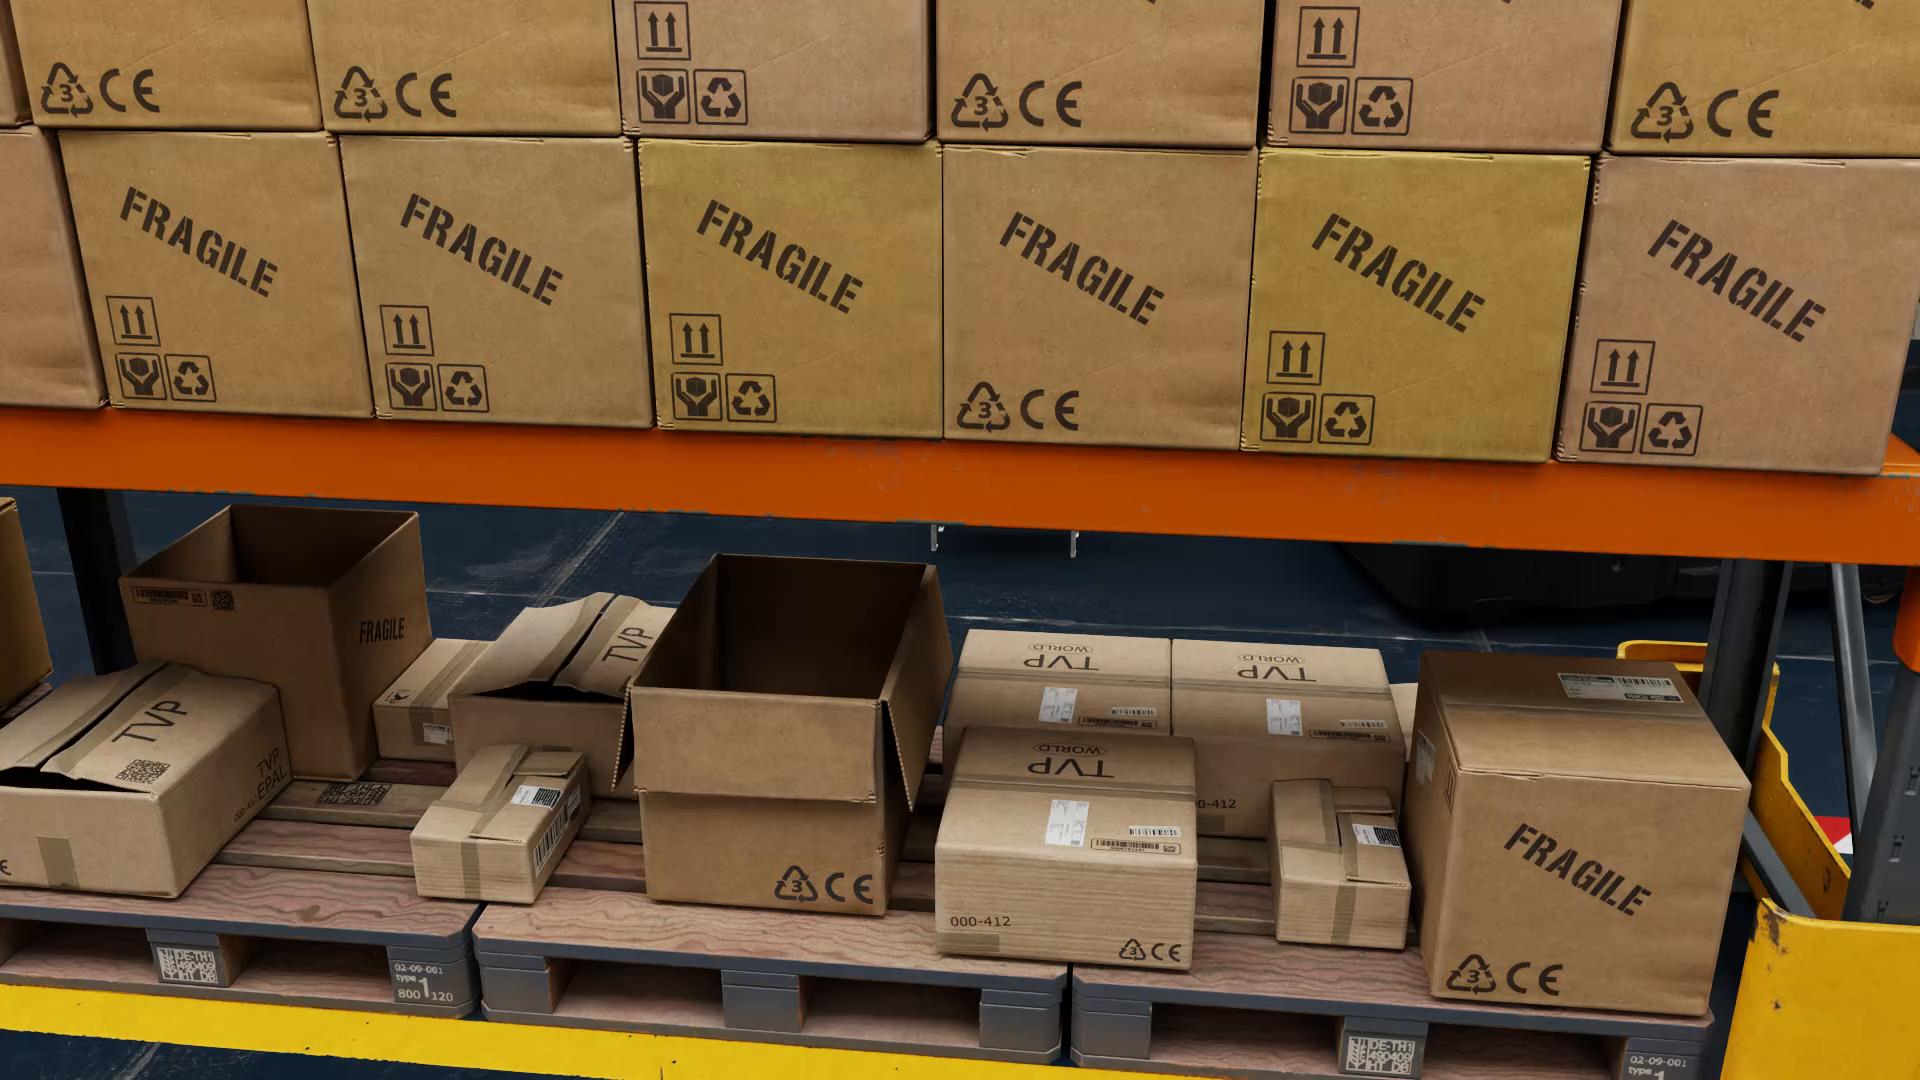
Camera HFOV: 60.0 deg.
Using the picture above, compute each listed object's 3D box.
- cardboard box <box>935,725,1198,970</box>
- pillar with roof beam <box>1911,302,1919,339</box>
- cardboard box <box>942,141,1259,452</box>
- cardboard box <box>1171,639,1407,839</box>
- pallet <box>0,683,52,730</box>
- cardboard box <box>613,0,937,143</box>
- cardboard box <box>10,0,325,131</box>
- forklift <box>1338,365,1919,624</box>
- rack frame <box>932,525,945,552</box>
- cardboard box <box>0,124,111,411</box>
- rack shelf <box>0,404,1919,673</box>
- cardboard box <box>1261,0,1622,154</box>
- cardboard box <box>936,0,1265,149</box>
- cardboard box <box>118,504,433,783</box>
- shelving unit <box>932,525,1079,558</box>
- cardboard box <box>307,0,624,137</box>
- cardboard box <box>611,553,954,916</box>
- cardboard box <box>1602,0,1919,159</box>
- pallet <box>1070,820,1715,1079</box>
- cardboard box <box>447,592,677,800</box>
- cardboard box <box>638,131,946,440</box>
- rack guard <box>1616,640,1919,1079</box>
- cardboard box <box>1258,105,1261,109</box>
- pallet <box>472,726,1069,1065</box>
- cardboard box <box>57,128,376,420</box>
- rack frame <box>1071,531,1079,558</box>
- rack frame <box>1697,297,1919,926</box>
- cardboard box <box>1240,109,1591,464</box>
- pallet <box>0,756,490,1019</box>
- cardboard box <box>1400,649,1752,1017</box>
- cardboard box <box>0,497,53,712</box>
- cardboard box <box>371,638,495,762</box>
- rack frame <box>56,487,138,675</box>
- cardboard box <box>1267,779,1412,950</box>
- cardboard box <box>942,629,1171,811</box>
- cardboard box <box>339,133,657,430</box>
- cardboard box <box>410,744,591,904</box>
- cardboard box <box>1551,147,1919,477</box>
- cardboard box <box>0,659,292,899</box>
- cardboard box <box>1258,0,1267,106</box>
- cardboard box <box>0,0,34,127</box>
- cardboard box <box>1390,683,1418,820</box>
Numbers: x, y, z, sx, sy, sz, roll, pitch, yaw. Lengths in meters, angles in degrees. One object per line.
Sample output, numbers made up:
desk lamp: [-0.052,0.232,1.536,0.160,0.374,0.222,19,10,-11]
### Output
cardboard box: [0.229,0.620,3.433,0.500,0.250,0.500,2,22,6]
pillar with roof beam: [4.593,-3.694,3.045,0.400,9.000,9.100,2,22,6]
cardboard box: [0.250,-0.480,2.937,0.500,0.500,0.500,3,22,7]
cardboard box: [0.734,0.457,3.846,0.500,0.250,0.500,2,22,6]
pallet: [-3.047,0.634,4.050,1.213,0.211,1.003,2,22,6]
cardboard box: [-0.264,-0.963,2.801,0.500,0.500,0.500,3,22,8]
cardboard box: [-1.287,-1.008,2.913,0.500,0.500,0.500,2,22,5]
forklift: [2.811,-1.346,5.357,3.031,2.935,1.130,-4,22,-9]
rack frame: [-0.078,-0.561,5.728,0.015,1.200,0.240,2,22,6]
cardboard box: [-1.761,-0.567,3.157,0.500,0.500,0.500,3,22,8]
rack shelf: [-0.249,-0.220,3.396,4.000,0.370,1.077,2,22,6]
cardboard box: [0.761,-0.920,2.692,0.500,0.500,0.500,3,22,8]
cardboard box: [0.246,-0.941,2.744,0.500,0.500,0.500,3,22,8]
cardboard box: [-1.635,0.237,4.061,0.500,0.500,0.500,2,22,6]
shelving unit: [0.164,-0.551,5.701,0.503,1.200,0.258,2,22,6]
cardboard box: [-0.777,-0.985,2.856,0.500,0.500,0.500,2,22,5]
cardboard box: [-0.368,0.394,3.660,0.637,0.503,0.797,2,22,6]
cardboard box: [1.263,-0.899,2.637,0.500,0.500,0.500,2,22,6]
pallet: [0.870,0.791,3.652,1.213,0.211,1.003,2,22,6]
cardboard box: [-0.891,0.358,4.014,0.500,0.311,0.500,2,22,6]
cardboard box: [-0.250,-0.502,2.993,0.500,0.500,0.500,2,22,6]
rack guard: [1.662,0.691,3.513,0.348,0.500,1.175,2,22,6]
cardboard box: [0.815,-0.651,3.370,0.500,0.500,0.500,2,22,6]
pallet: [-0.338,0.737,3.788,1.213,0.211,1.003,2,22,6]
cardboard box: [-1.252,-0.546,3.104,0.500,0.500,0.500,3,22,7]
rack frame: [0.407,-0.540,5.674,0.015,1.200,0.240,2,22,6]
rack frame: [1.738,-0.468,3.045,0.127,3.000,1.000,2,22,6]
cardboard box: [0.745,-0.456,2.878,0.500,0.500,0.500,3,22,7]
pallet: [-1.553,0.685,3.919,1.213,0.211,1.003,2,22,6]
cardboard box: [1.169,0.556,3.256,0.500,0.500,0.500,2,22,6]
cardboard box: [-2.686,0.206,4.139,0.500,0.500,0.500,2,22,4]
cardboard box: [-1.256,0.395,4.140,0.250,0.149,0.380,2,22,6]
rack frame: [-2.235,-0.642,3.483,0.127,3.000,1.000,2,22,6]
cardboard box: [0.777,0.661,3.444,0.250,0.166,0.380,2,22,6]
cardboard box: [0.238,0.435,3.901,0.500,0.250,0.500,2,22,6]
cardboard box: [-0.755,-0.523,3.047,0.500,0.500,0.500,2,22,6]
cardboard box: [-0.983,0.602,3.592,0.250,0.166,0.380,2,22,6]
cardboard box: [1.261,-0.435,2.824,0.500,0.500,0.500,3,22,8]
cardboard box: [-1.843,0.501,3.650,0.500,0.311,0.500,2,22,6]
cardboard box: [0.808,-1.115,3.185,0.500,0.500,0.500,3,22,7]
cardboard box: [-1.800,-1.030,2.969,0.500,0.500,0.500,3,22,8]
cardboard box: [1.114,0.490,3.876,0.250,0.166,0.380,2,22,6]
